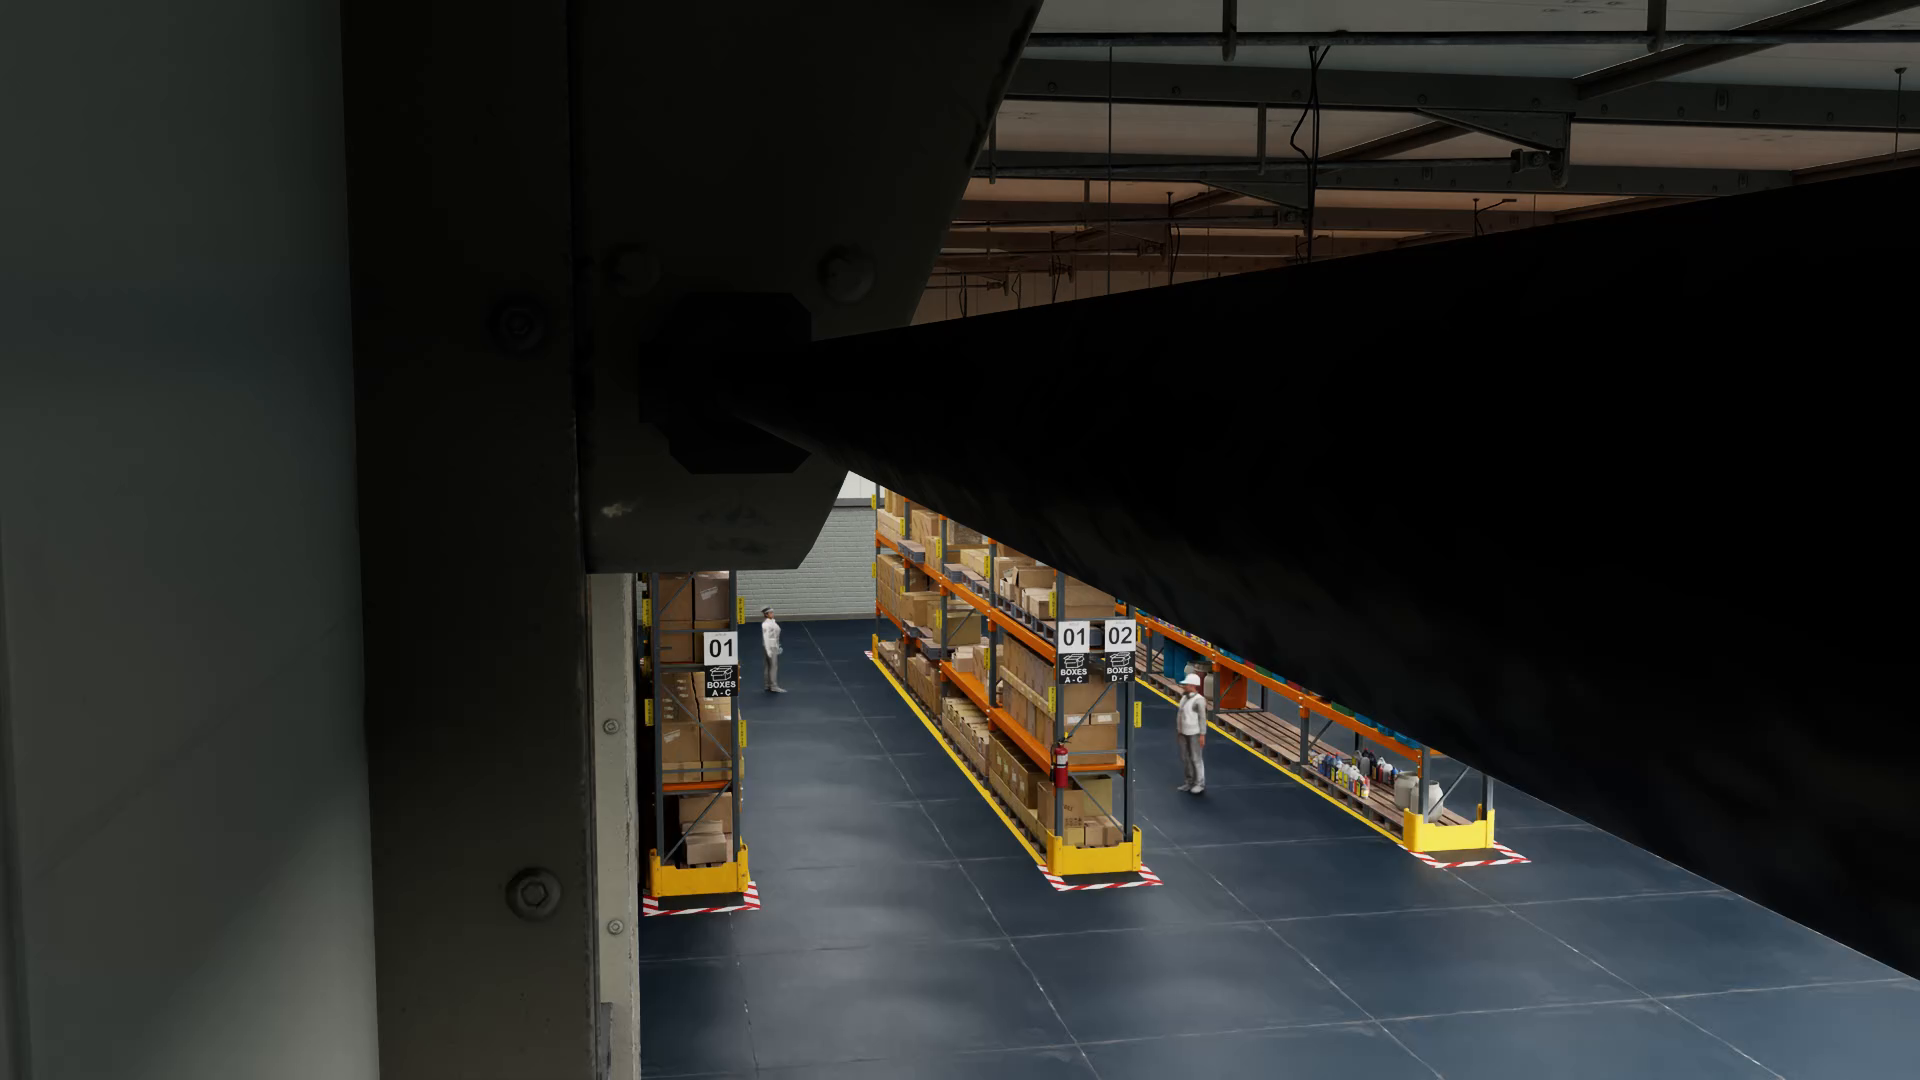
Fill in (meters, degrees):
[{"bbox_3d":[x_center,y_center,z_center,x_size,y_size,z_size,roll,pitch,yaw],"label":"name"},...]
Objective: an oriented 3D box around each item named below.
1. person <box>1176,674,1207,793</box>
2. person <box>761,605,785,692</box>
[{"bbox_3d":[3.472,2.904,24.899,0.396,1.810,0.628,-3,7,-31],"label":"person"},{"bbox_3d":[-3.679,2.131,32.818,0.478,1.699,0.525,0,6,0],"label":"person"}]
